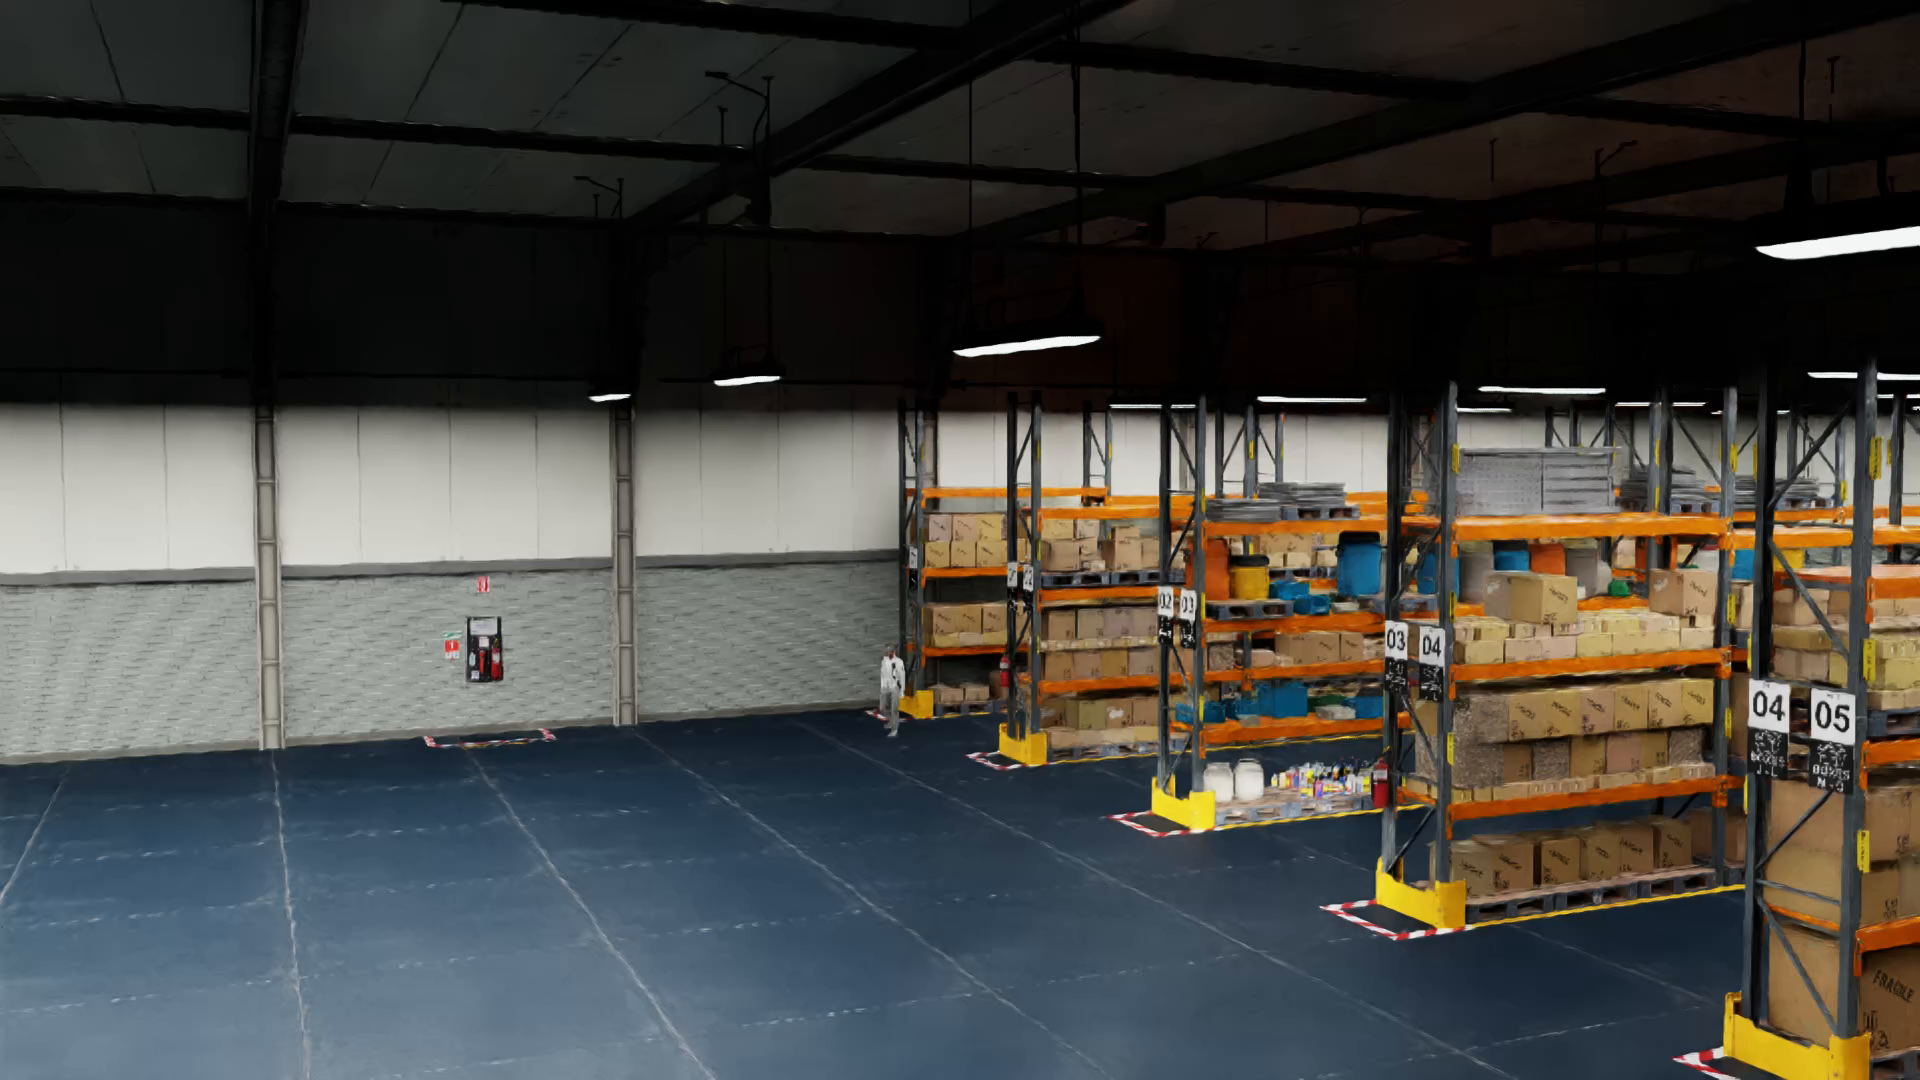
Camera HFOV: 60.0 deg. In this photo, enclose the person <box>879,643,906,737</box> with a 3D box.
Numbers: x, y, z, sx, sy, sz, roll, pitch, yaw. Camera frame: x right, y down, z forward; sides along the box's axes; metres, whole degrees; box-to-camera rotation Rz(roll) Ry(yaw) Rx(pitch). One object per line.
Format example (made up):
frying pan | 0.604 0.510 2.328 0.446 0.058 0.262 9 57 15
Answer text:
person | -1.170 2.619 29.304 0.538 1.668 0.517 2 4 30
